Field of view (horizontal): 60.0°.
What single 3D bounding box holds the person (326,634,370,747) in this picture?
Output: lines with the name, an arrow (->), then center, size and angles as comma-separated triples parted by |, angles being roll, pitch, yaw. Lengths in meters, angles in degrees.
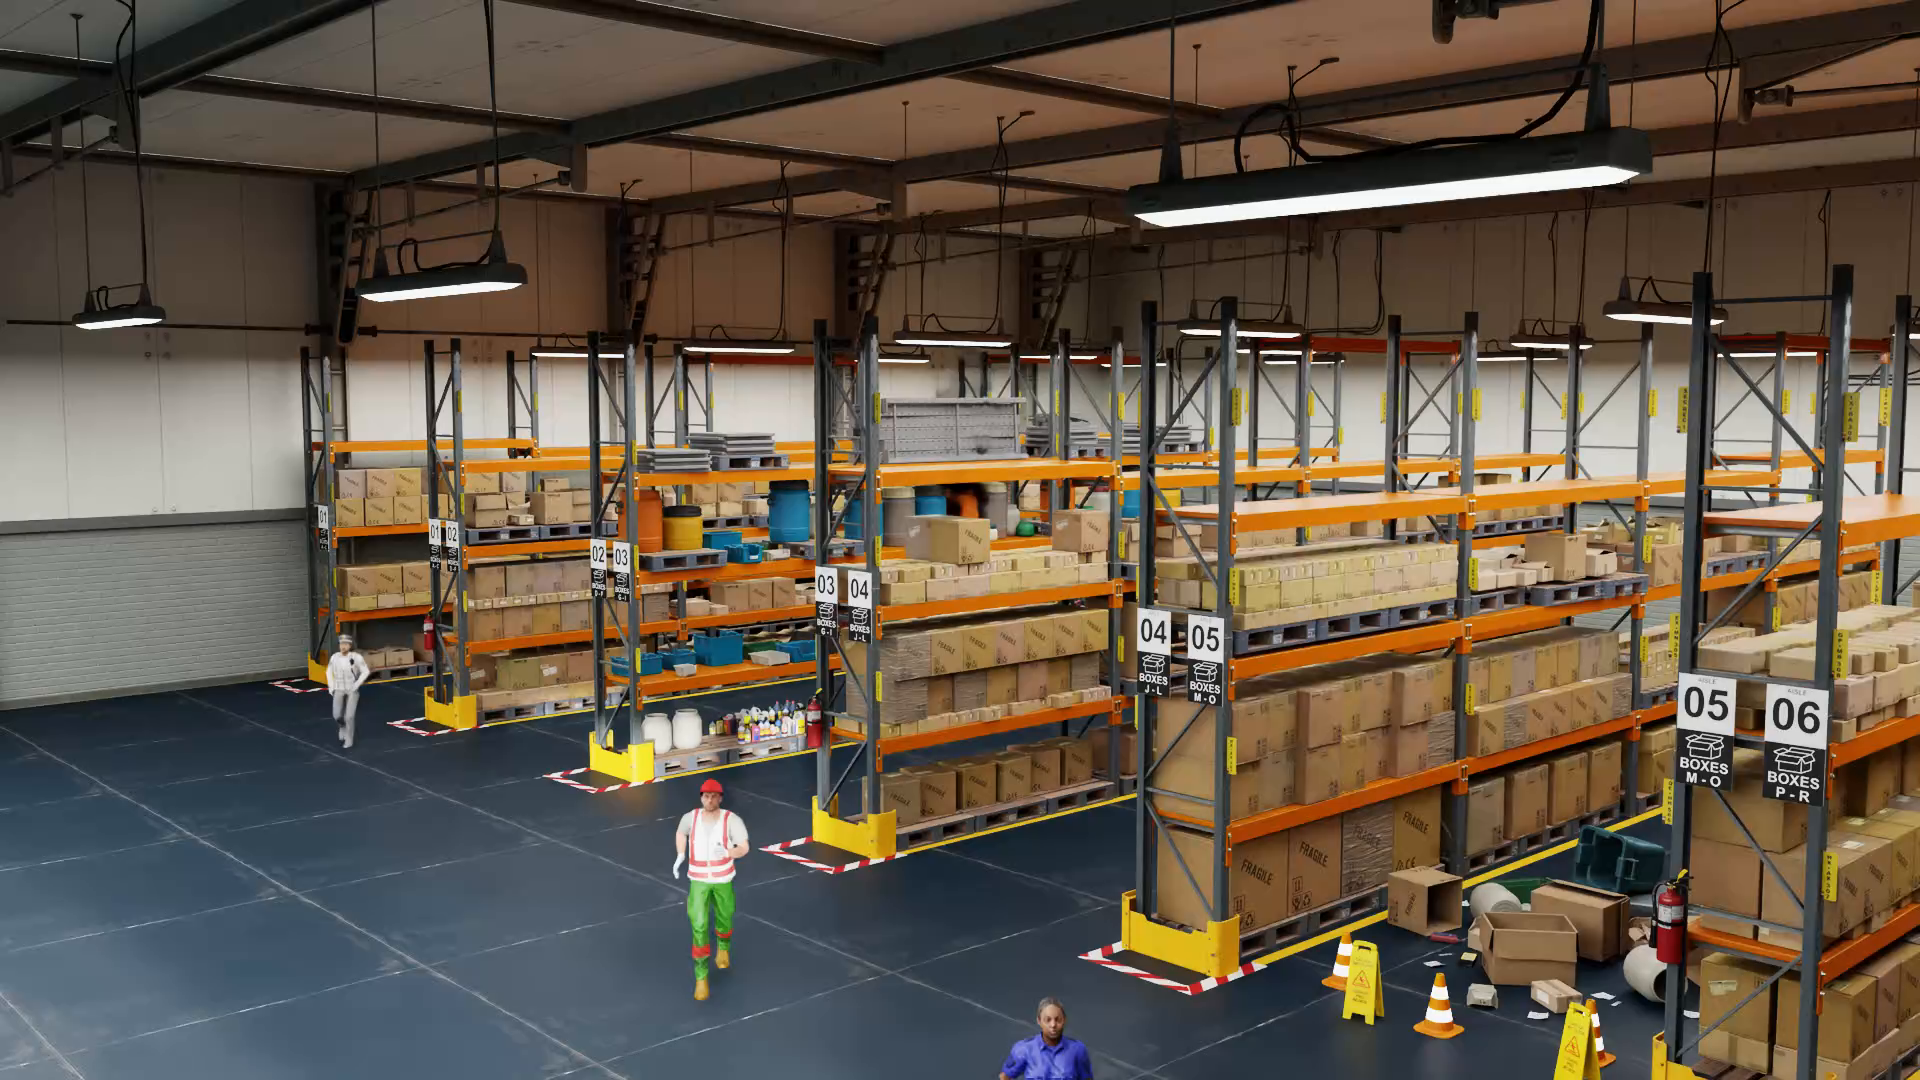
person -> -8.978, 2.199, 24.382 | 0.634, 1.666, 0.543 | -1, 5, -8

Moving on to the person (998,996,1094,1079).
person -> 0.531, 3.505, 9.842 | 0.575, 1.611, 0.559 | -1, 5, -6

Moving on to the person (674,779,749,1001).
person -> -2.165, 2.971, 14.489 | 0.658, 1.801, 0.950 | 0, 5, -5
